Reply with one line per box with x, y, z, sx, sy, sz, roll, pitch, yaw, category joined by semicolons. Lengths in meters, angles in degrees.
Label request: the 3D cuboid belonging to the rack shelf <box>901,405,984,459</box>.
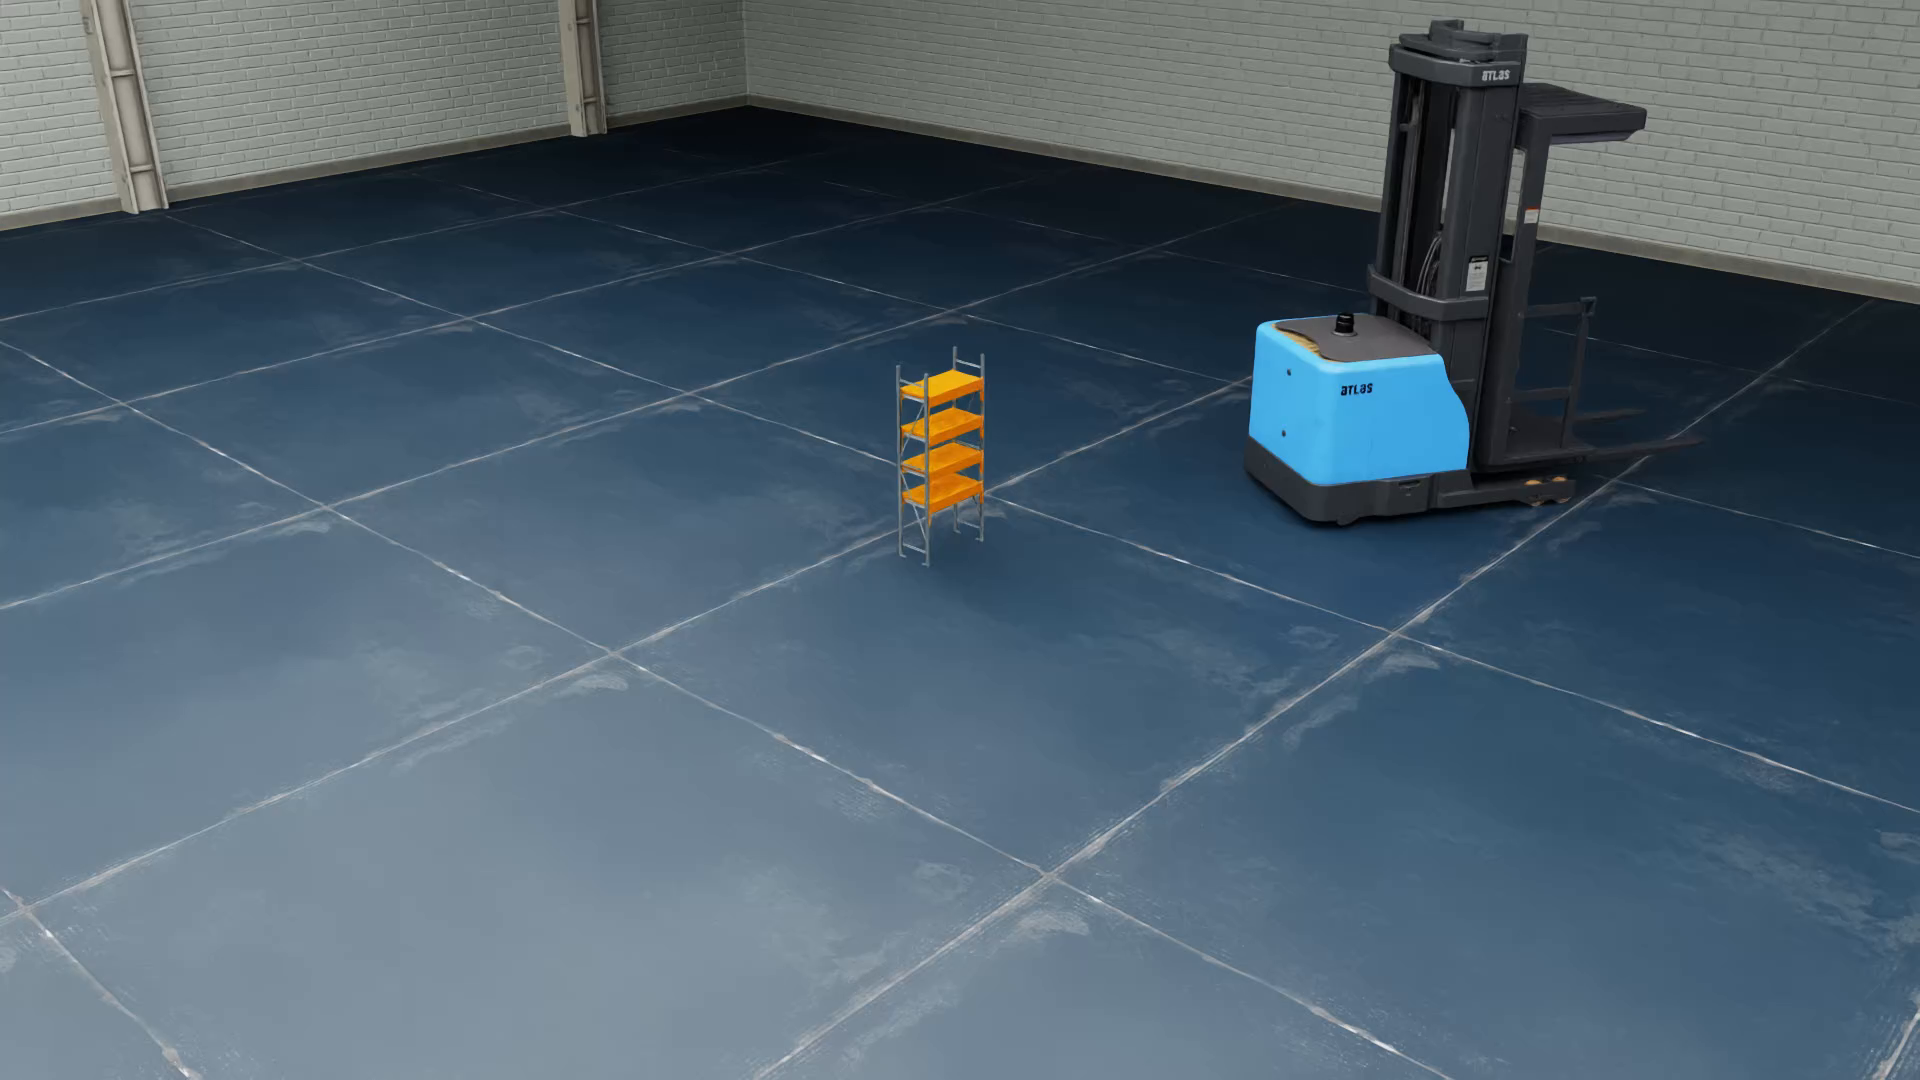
-0.110;-0.640;9.828;0.258;0.148;0.480;20;31;38;rack shelf

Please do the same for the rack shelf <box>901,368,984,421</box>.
-0.110;-0.856;9.731;0.258;0.148;0.480;20;31;38;rack shelf

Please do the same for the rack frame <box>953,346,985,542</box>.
0.052;-0.571;10.058;0.240;1.200;0.015;20;31;38;rack frame

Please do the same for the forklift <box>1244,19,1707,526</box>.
3.483;-1.756;10.585;3.031;2.935;1.130;-7;25;-15;forklift

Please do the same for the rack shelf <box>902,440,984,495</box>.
-0.110;-0.436;9.920;0.258;0.148;0.480;20;31;38;rack shelf

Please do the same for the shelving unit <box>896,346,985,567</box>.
-0.110;-0.497;9.892;0.258;1.200;0.503;20;31;38;shelving unit

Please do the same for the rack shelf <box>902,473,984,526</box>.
-0.110;-0.254;10.001;0.258;0.148;0.480;20;31;38;rack shelf

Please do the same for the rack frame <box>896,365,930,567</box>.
-0.273;-0.423;9.726;0.240;1.200;0.015;20;31;38;rack frame

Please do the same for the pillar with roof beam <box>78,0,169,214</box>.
-5.822;-6.601;13.973;9.100;9.000;0.400;20;31;38;pillar with roof beam

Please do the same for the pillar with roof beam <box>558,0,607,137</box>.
-1.818;-8.429;18.050;9.100;9.000;0.400;20;31;38;pillar with roof beam
